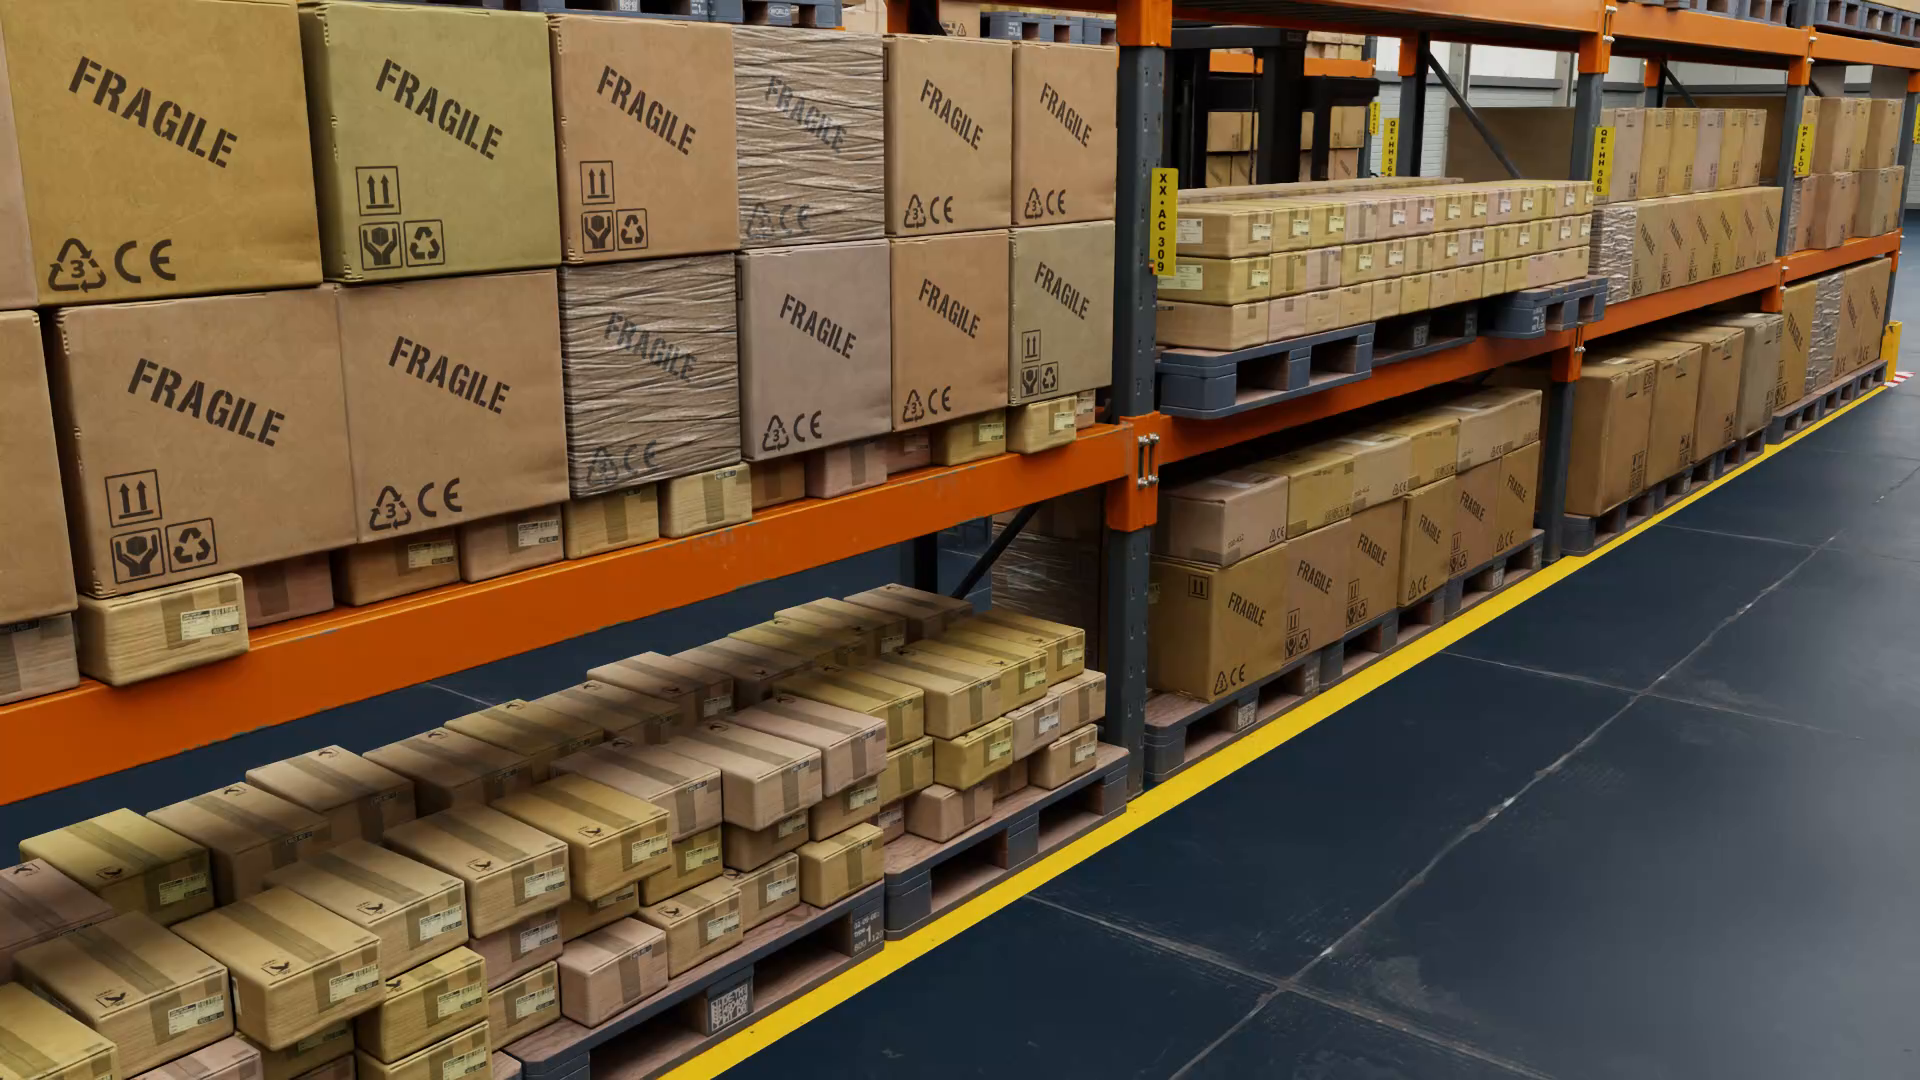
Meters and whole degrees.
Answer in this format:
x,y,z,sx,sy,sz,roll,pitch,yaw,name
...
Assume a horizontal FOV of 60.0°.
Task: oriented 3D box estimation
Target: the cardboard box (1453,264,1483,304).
x,y,z,sx,sy,sz,roll,pitch,yaw,name
1.951,-1.085,6.960,0.380,0.149,0.250,12,19,39,cardboard box

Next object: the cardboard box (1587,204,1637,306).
x,y,z,sx,sy,sz,roll,pitch,yaw,name
3.206,-1.506,8.758,0.500,0.500,0.500,12,18,38,cardboard box

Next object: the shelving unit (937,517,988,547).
x,y,z,sx,sy,sz,roll,pitch,yaw,name
-0.005,-0.435,9.006,0.258,0.900,0.210,11,18,38,shelving unit

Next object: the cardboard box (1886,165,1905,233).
x,y,z,sx,sy,sz,roll,pitch,yaw,name
7.544,-2.940,14.301,0.875,0.550,0.550,11,18,38,cardboard box

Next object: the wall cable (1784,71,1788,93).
x,y,z,sx,sy,sz,roll,pitch,yaw,name
20.562,-11.974,44.286,3.097,2.526,0.112,11,18,38,wall cable

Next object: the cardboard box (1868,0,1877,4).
x,y,z,sx,sy,sz,roll,pitch,yaw,name
6.520,-4.025,12.238,0.380,0.149,0.250,11,18,38,cardboard box

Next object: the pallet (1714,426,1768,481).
x,y,z,sx,sy,sz,roll,pitch,yaw,name
4.802,-0.669,11.327,1.003,0.211,1.213,11,18,38,pallet

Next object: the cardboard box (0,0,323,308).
x,y,z,sx,sy,sz,roll,pitch,yaw,name
-1.513,-0.701,2.954,0.500,0.500,0.500,12,19,39,cardboard box

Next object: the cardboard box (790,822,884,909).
x,y,z,sx,sy,sz,roll,pitch,yaw,name
-0.432,0.856,4.596,0.380,0.149,0.250,11,18,37,cardboard box

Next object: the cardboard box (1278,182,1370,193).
x,y,z,sx,sy,sz,roll,pitch,yaw,name
1.613,-1.524,7.481,0.380,0.149,0.250,12,19,40,cardboard box

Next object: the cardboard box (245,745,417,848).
x,y,z,sx,sy,sz,roll,pitch,yaw,name
-1.574,0.659,4.165,0.380,0.149,0.250,12,19,40,cardboard box

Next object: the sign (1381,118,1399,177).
x,y,z,sx,sy,sz,roll,pitch,yaw,name
2.280,-2.060,8.789,0.100,0.325,0.005,11,18,38,sign

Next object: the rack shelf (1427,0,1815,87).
x,y,z,sx,sy,sz,roll,pitch,yaw,name
3.971,-2.902,9.823,1.077,0.370,4.000,11,18,38,rack shelf

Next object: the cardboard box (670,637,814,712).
x,y,z,sx,sy,sz,roll,pitch,yaw,name
-0.664,0.429,5.070,0.380,0.149,0.250,11,18,36,cardboard box

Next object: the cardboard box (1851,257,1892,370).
x,y,z,sx,sy,sz,roll,pitch,yaw,name
7.367,-1.980,14.285,0.875,0.875,0.875,11,18,38,cardboard box

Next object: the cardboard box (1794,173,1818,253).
x,y,z,sx,sy,sz,roll,pitch,yaw,name
5.779,-2.434,12.307,0.875,0.550,0.550,11,18,38,cardboard box

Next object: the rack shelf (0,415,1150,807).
x,y,z,sx,sy,sz,roll,pitch,yaw,name
-1.057,0.084,4.161,1.077,0.370,4.000,11,18,38,rack shelf

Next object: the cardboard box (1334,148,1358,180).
x,y,z,sx,sy,sz,roll,pitch,yaw,name
3.702,-3.739,16.940,0.500,0.500,0.500,11,18,37,cardboard box

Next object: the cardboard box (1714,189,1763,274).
x,y,z,sx,sy,sz,roll,pitch,yaw,name
4.791,-1.990,10.662,0.500,0.500,0.500,11,18,37,cardboard box

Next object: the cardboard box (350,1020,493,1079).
x,y,z,sx,sy,sz,roll,pitch,yaw,name
-1.238,1.102,3.629,0.380,0.149,0.250,12,18,38,cardboard box

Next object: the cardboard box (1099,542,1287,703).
x,y,z,sx,sy,sz,roll,pitch,yaw,name
0.871,0.260,6.232,0.500,0.500,0.500,12,19,40,cardboard box

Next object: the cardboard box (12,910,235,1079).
x,y,z,sx,sy,sz,roll,pitch,yaw,name
-1.641,0.889,3.260,0.380,0.149,0.250,12,18,39,cardboard box

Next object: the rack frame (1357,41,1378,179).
x,y,z,sx,sy,sz,roll,pitch,yaw,name
3.829,-3.693,17.566,1.000,3.000,0.127,11,18,38,rack frame

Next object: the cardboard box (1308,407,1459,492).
x,y,z,sx,sy,sz,roll,pitch,yaw,name
1.848,-0.404,7.324,0.500,0.250,0.500,12,18,39,cardboard box

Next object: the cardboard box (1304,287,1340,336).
x,y,z,sx,sy,sz,roll,pitch,yaw,name
1.135,-0.835,5.975,0.380,0.149,0.250,11,18,38,cardboard box

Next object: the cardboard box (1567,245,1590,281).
x,y,z,sx,sy,sz,roll,pitch,yaw,name
2.762,-1.330,7.923,0.380,0.149,0.250,12,18,38,cardboard box

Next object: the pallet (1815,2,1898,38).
x,y,z,sx,sy,sz,roll,pitch,yaw,name
6.518,-3.978,12.779,1.003,0.211,1.213,11,18,38,pallet

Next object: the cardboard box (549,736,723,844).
x,y,z,sx,sy,sz,roll,pitch,yaw,name
-0.825,0.642,4.231,0.380,0.149,0.250,11,18,38,cardboard box

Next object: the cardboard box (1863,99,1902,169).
x,y,z,sx,sy,sz,roll,pitch,yaw,name
7.205,-3.357,13.749,0.875,0.550,0.550,11,18,38,cardboard box

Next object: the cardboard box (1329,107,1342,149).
x,y,z,sx,sy,sz,roll,pitch,yaw,name
3.353,-4.142,16.499,0.700,0.500,0.500,11,18,38,cardboard box

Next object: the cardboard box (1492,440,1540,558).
x,y,z,sx,sy,sz,roll,pitch,yaw,name
2.504,-0.239,8.197,0.500,0.500,0.500,11,18,37,cardboard box

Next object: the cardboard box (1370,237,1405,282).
x,y,z,sx,sy,sz,roll,pitch,yaw,name
1.459,-1.079,6.332,0.380,0.149,0.250,12,19,40,cardboard box

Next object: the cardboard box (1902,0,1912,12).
x,y,z,sx,sy,sz,roll,pitch,yaw,name
7.318,-4.268,13.194,0.380,0.149,0.250,11,18,38,cardboard box

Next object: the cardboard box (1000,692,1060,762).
x,y,z,sx,sy,sz,roll,pitch,yaw,name
0.089,0.550,5.201,0.380,0.149,0.250,10,17,35,cardboard box

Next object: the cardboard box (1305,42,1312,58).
x,y,z,sx,sy,sz,roll,pitch,yaw,name
3.167,-4.721,16.034,0.380,0.149,0.250,11,18,37,cardboard box

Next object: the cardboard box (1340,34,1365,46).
x,y,z,sx,sy,sz,roll,pitch,yaw,name
3.717,-5.078,16.629,0.500,0.250,0.500,11,18,37,cardboard box

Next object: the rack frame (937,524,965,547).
x,y,z,sx,sy,sz,roll,pitch,yaw,name
-0.069,-0.415,8.929,0.240,0.900,0.006,11,18,38,rack frame

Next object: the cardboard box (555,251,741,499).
x,y,z,sx,sy,sz,roll,pitch,yaw,name
-0.867,-0.414,3.855,0.500,0.500,0.500,11,18,36,cardboard box

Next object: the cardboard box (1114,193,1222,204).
x,y,z,sx,sy,sz,roll,pitch,yaw,name
0.798,-1.276,6.503,0.380,0.149,0.250,11,18,37,cardboard box

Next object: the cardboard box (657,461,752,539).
x,y,z,sx,sy,sz,roll,pitch,yaw,name
-0.724,-0.125,4.031,0.380,0.149,0.250,12,18,39,cardboard box

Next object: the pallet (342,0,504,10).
x,y,z,sx,sy,sz,roll,pitch,yaw,name
-3.176,-2.939,8.895,0.805,0.209,1.217,10,18,35,pallet

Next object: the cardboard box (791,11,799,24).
x,y,z,sx,sy,sz,roll,pitch,yaw,name
-1.165,-3.585,11.562,0.380,0.149,0.250,11,18,38,cardboard box

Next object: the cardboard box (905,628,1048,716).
x,y,z,sx,sy,sz,roll,pitch,yaw,name
0.049,0.406,5.163,0.380,0.149,0.250,12,18,38,cardboard box

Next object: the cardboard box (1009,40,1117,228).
x,y,z,sx,sy,sz,roll,pitch,yaw,name
0.115,-1.193,4.889,0.500,0.500,0.500,10,18,36,cardboard box

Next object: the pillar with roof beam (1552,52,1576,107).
x,y,z,sx,sy,sz,roll,pitch,yaw,name
17.260,-11.304,35.343,9.100,9.000,0.400,11,18,38,pillar with roof beam

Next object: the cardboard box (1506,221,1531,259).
x,y,z,sx,sy,sz,roll,pitch,yaw,name
2.270,-1.325,7.298,0.380,0.149,0.250,11,18,38,cardboard box

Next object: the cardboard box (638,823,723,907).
x,y,z,sx,sy,sz,roll,pitch,yaw,name
-0.830,0.781,4.289,0.380,0.149,0.250,12,19,40,cardboard box

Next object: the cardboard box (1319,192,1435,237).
x,y,z,sx,sy,sz,roll,pitch,yaw,name
1.617,-1.270,6.479,0.380,0.149,0.250,12,19,40,cardboard box

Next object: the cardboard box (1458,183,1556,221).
x,y,z,sx,sy,sz,roll,pitch,yaw,name
2.439,-1.521,7.468,0.380,0.149,0.250,12,19,39,cardboard box

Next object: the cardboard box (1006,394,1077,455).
x,y,z,sx,sy,sz,roll,pitch,yaw,name
0.126,-0.369,4.993,0.380,0.149,0.250,11,18,36,cardboard box

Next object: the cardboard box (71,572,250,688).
x,y,z,sx,sy,sz,roll,pitch,yaw,name
-1.517,0.130,3.028,0.380,0.149,0.250,11,18,36,cardboard box

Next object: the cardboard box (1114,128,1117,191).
x,y,z,sx,sy,sz,roll,pitch,yaw,name
1.203,-3.199,13.962,0.500,0.500,0.500,11,18,37,cardboard box

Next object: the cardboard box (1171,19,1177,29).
x,y,z,sx,sy,sz,roll,pitch,yaw,name
1.804,-4.494,14.328,0.500,0.250,0.500,11,18,36,cardboard box

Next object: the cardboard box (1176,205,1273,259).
x,y,z,sx,sy,sz,roll,pitch,yaw,name
0.806,-1.022,5.503,0.380,0.149,0.250,12,19,40,cardboard box

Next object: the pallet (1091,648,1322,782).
x,y,z,sx,sy,sz,roll,pitch,yaw,name
0.688,0.554,6.512,1.003,0.211,1.213,11,18,38,pallet

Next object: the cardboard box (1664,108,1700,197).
x,y,z,sx,sy,sz,roll,pitch,yaw,name
3.963,-2.325,9.949,0.700,0.500,0.500,11,18,37,cardboard box

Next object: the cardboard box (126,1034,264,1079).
x,y,z,sx,sy,sz,roll,pitch,yaw,name
-1.569,1.048,3.239,0.380,0.149,0.250,11,18,37,cardboard box

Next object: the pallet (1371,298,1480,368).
x,y,z,sx,sy,sz,roll,pitch,yaw,name
1.502,-0.935,7.102,1.003,0.211,1.213,11,18,38,pallet

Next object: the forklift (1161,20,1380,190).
x,y,z,sx,sy,sz,roll,pitch,yaw,name
2.085,-2.056,11.263,1.130,2.935,3.031,12,19,39,forklift
